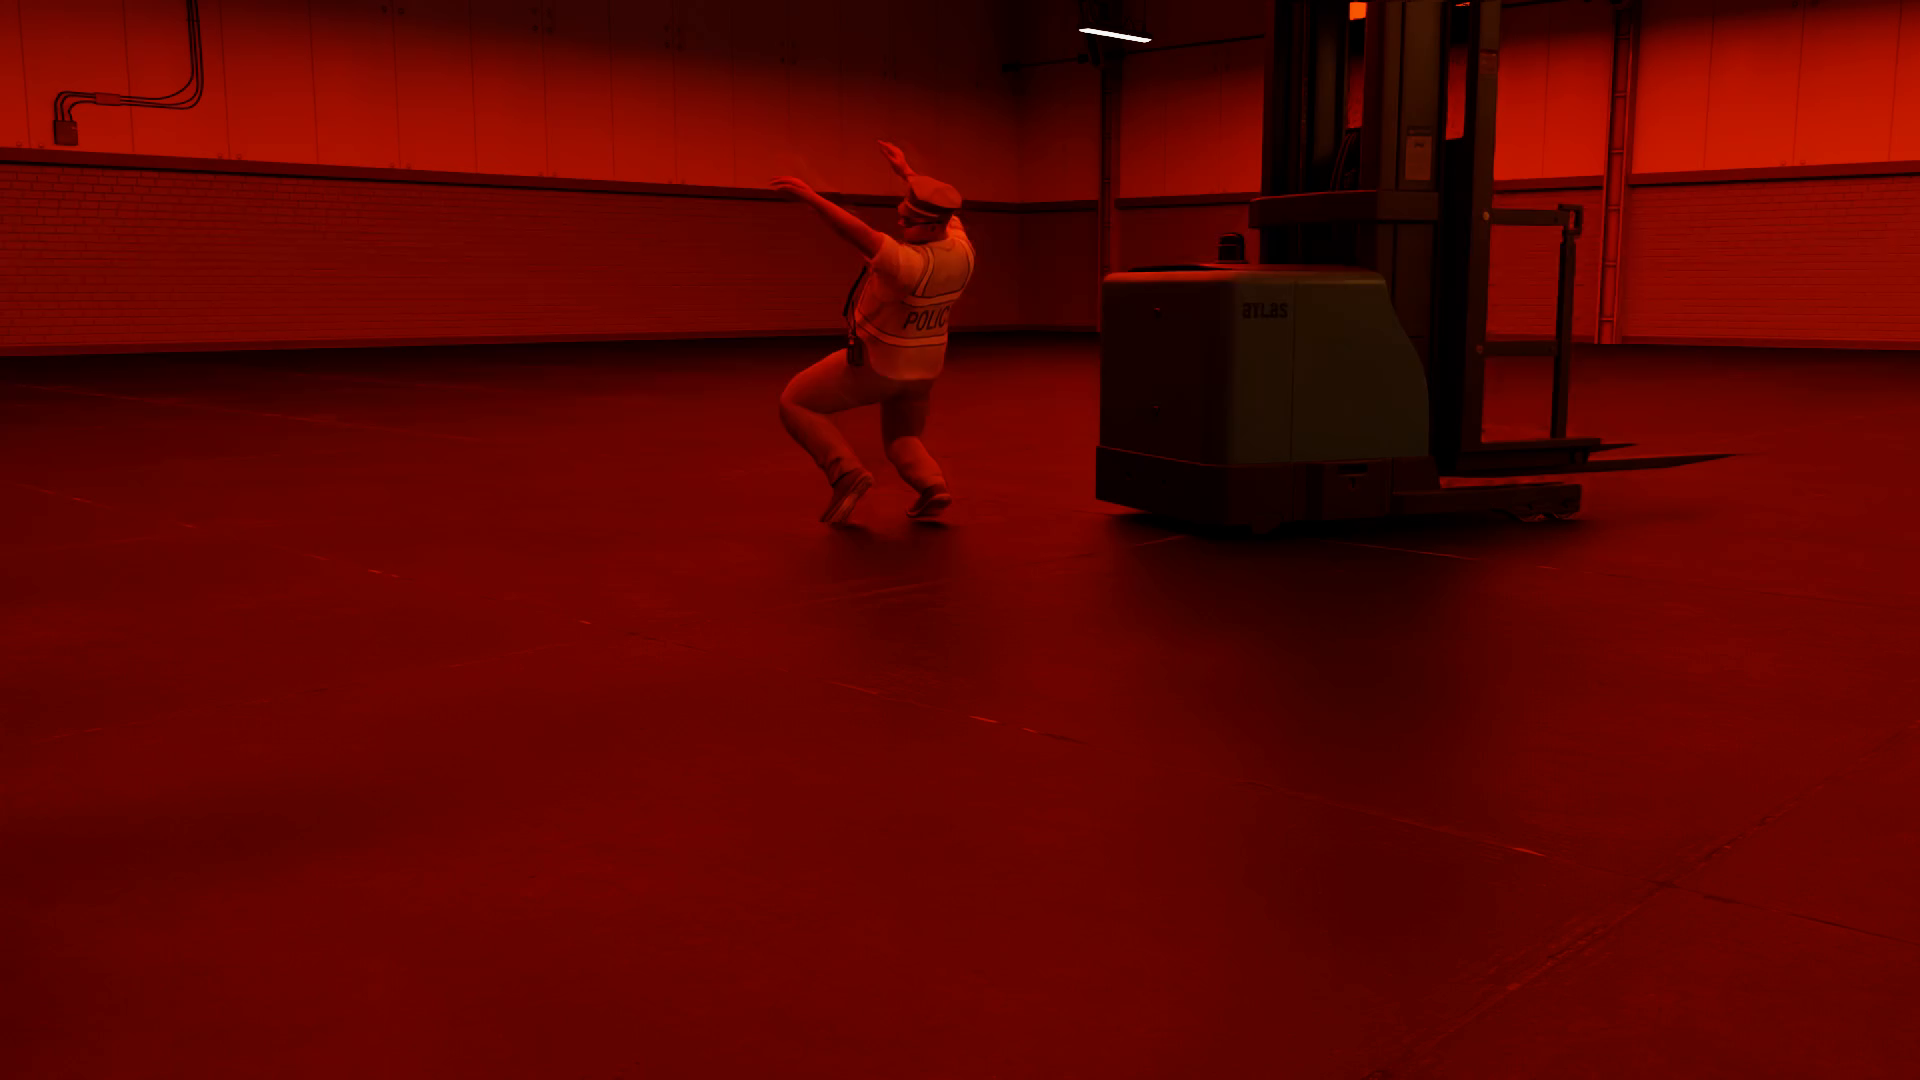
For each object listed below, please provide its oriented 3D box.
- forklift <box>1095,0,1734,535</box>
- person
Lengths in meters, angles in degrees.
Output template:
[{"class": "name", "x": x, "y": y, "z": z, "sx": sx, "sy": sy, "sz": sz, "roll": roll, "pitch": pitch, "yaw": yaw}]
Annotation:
[{"class": "forklift", "x": 2.173, "y": -1.591, "z": 7.443, "sx": 3.031, "sy": 2.935, "sz": 1.130, "roll": -4, "pitch": 9, "yaw": -23}, {"class": "person", "x": -0.430, "y": -0.851, "z": 7.008, "sx": 1.097, "sy": 1.679, "sz": 0.865, "roll": -8, "pitch": 12, "yaw": -44}]
